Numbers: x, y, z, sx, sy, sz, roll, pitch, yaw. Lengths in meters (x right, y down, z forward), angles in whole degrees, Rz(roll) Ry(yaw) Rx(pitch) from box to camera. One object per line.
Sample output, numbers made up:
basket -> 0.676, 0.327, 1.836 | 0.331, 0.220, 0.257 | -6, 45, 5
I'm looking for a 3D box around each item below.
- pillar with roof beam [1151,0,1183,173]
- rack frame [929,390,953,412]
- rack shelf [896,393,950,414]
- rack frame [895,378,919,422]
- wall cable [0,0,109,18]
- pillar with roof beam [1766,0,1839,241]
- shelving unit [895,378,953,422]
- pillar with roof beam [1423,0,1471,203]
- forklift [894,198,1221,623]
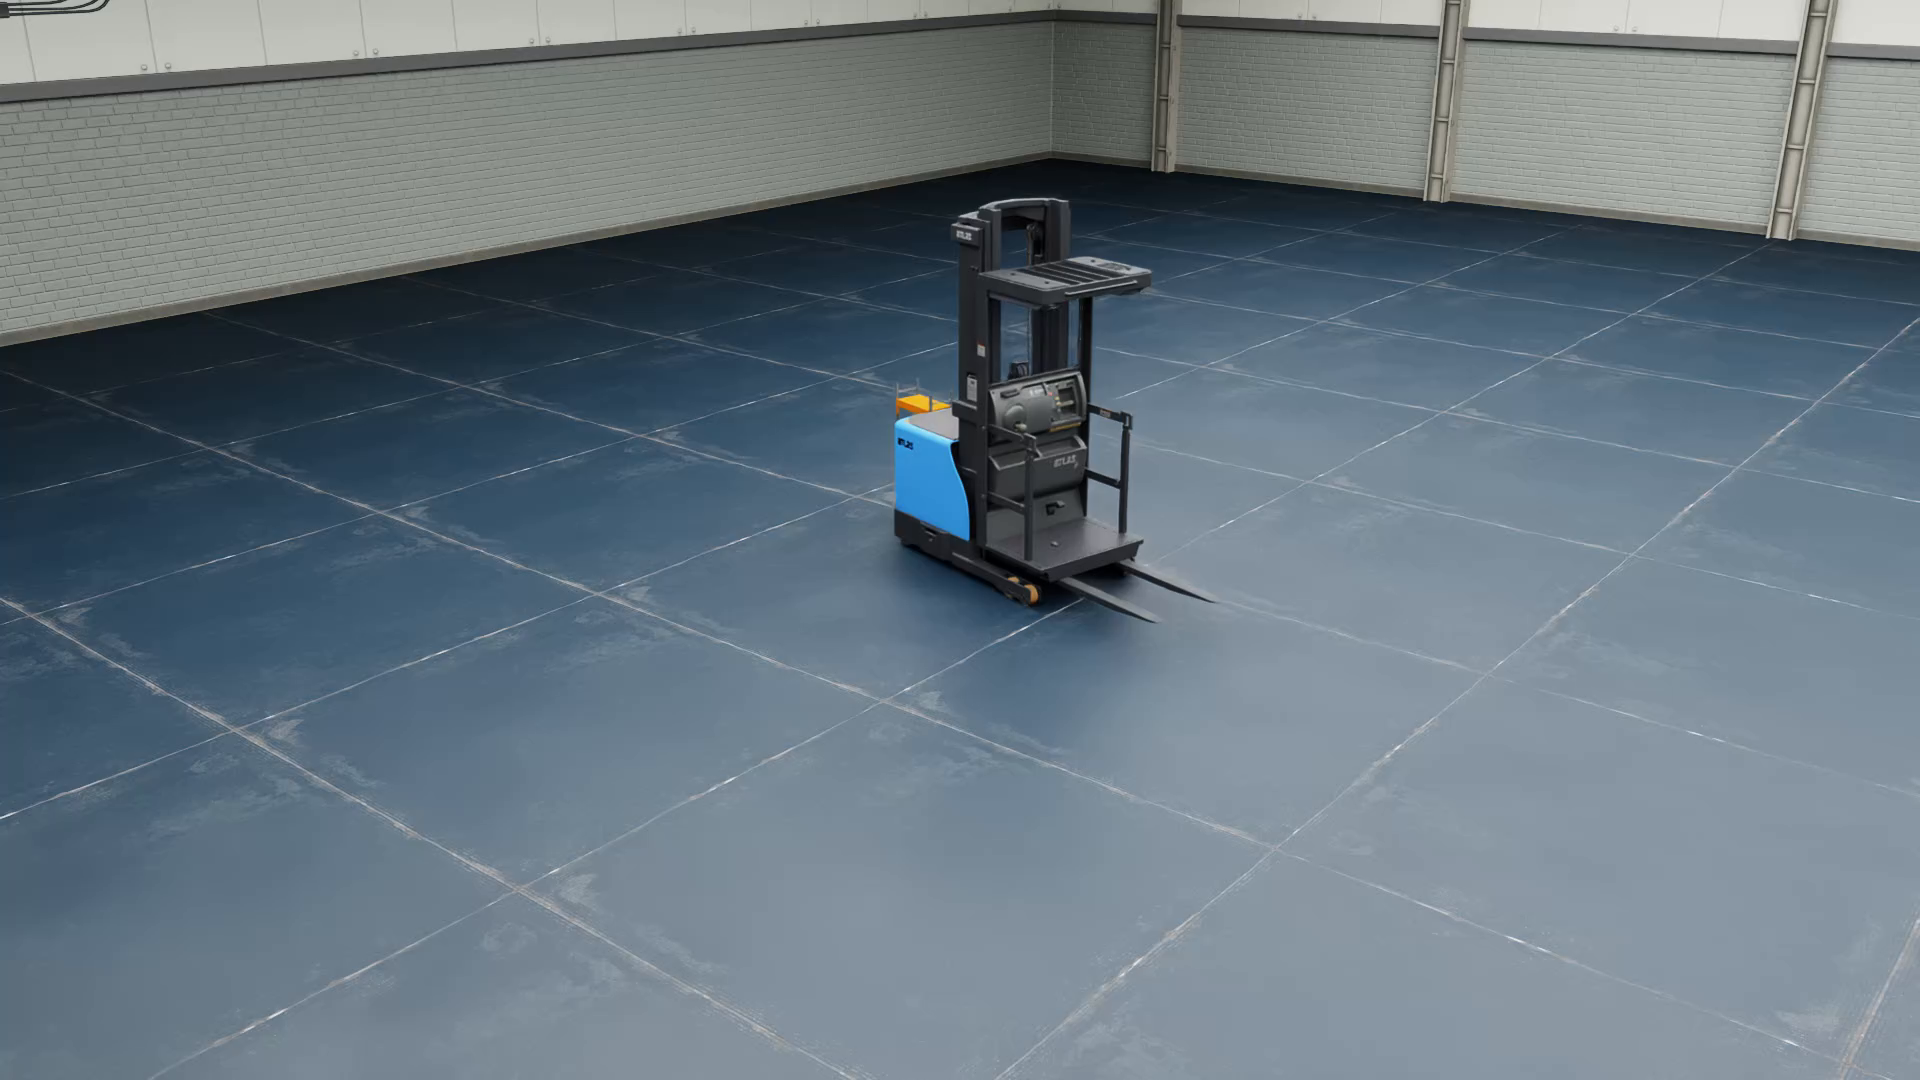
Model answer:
pillar with roof beam -> 1.484, -10.680, 29.739 | 0.400, 9.000, 9.100 | 16, 26, 36
rack frame -> -0.159, -0.688, 14.295 | 0.240, 1.200, 0.015 | -15, 26, -35
rack shelf -> -0.310, -1.124, 14.336 | 0.258, 0.148, 0.480 | -15, 26, -35
rack frame -> -0.460, -0.824, 14.654 | 0.240, 1.200, 0.015 | -15, 26, -35
wall cable -> -11.142, -8.448, 19.000 | 0.169, 6.003, 2.305 | 16, 26, 36
pillar with roof beam -> 10.781, -8.003, 22.640 | 0.400, 9.000, 9.100 | 16, 26, 36
shelving unit -> -0.310, -0.756, 14.474 | 0.258, 1.200, 0.503 | -15, 26, -35
pillar with roof beam -> 6.133, -9.342, 26.190 | 0.400, 9.000, 9.100 | 16, 26, 36
forklift -> 0.747, -1.060, 12.827 | 1.130, 2.935, 3.031 | -15, 26, -35
